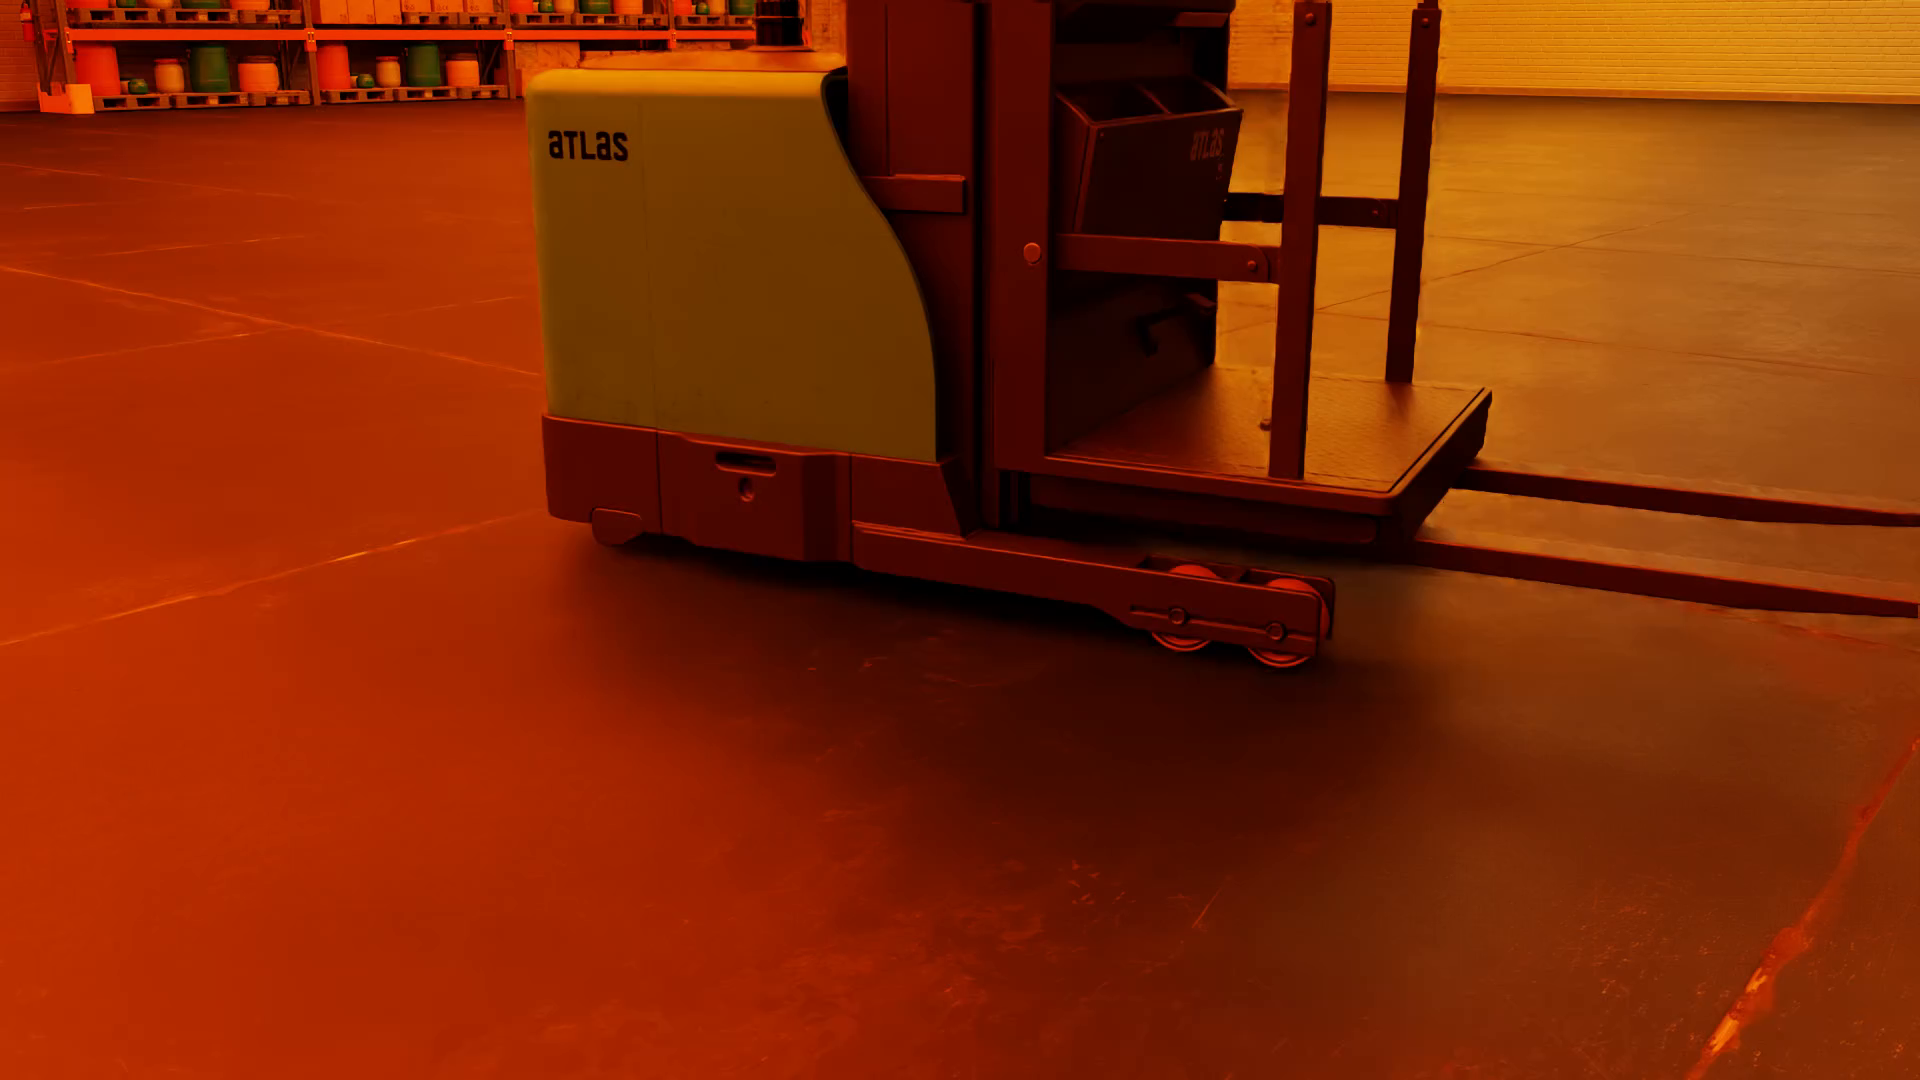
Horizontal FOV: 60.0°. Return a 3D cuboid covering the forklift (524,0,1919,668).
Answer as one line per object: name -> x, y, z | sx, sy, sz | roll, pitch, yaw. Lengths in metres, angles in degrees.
forklift -> 0.582, -1.337, 3.300 | 3.031, 2.935, 1.130 | 8, 19, 25
